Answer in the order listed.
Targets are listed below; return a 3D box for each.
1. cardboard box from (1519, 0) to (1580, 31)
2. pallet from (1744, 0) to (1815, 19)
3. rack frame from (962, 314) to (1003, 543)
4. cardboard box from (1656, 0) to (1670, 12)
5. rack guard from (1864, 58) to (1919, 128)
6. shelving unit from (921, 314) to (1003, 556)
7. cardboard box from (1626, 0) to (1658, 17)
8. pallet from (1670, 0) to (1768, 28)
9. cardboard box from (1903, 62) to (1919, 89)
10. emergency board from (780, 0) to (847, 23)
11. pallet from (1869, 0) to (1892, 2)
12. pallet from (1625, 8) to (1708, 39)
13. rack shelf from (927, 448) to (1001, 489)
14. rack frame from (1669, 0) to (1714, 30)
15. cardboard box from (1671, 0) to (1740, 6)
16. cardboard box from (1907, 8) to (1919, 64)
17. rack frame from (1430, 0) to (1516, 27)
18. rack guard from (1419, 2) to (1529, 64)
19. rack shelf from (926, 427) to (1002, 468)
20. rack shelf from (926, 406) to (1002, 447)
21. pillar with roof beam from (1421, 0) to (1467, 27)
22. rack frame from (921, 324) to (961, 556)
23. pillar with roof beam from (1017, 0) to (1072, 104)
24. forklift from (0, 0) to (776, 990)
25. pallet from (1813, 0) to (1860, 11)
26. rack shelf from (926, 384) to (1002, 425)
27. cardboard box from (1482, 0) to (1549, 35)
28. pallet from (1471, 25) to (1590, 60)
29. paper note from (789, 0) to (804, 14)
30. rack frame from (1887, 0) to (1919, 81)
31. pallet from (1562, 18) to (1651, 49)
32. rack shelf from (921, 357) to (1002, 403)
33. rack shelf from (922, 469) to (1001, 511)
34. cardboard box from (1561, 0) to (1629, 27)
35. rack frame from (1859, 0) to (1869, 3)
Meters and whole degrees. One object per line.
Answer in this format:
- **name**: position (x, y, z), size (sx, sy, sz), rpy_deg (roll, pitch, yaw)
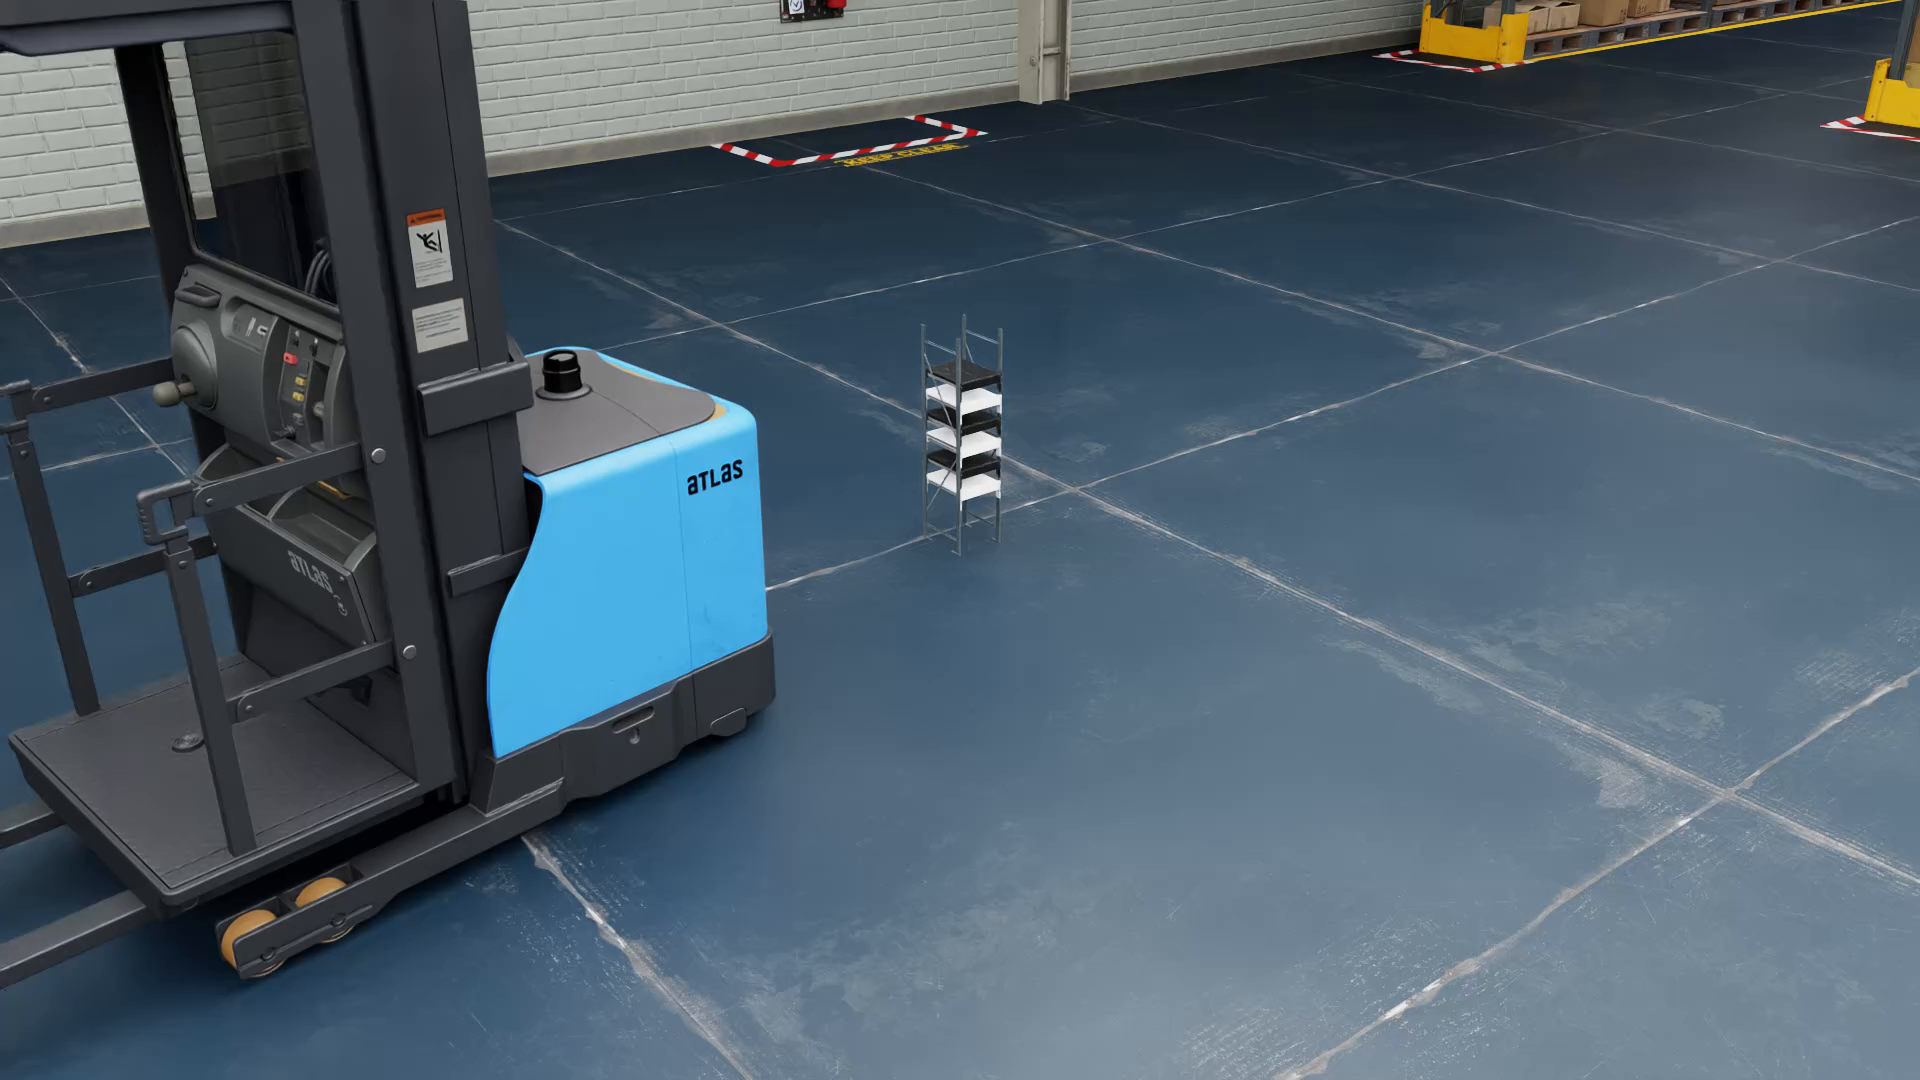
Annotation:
- **cardboard box**: position (6.540, -5.889, 18.546), size (0.500, 0.311, 0.500), rpy_deg (-15, 29, -30)
- **pallet**: position (10.211, -6.906, 21.380), size (1.213, 0.211, 1.003), rpy_deg (-18, 31, -34)
- **rack frame**: position (0.086, -0.437, 6.622), size (0.006, 0.900, 0.240), rpy_deg (-18, 31, -34)
- **cardboard box**: position (8.237, -6.415, 19.853), size (0.380, 0.166, 0.250), rpy_deg (22, 33, 39)
- **rack guard**: position (8.532, -3.830, 14.410), size (0.348, 0.500, 1.175), rpy_deg (-18, 31, -34)
- **shelving unit**: position (0.006, -0.410, 6.565), size (0.210, 0.900, 0.258), rpy_deg (-18, 31, -34)
- **cardboard box**: position (7.847, -6.433, 19.494), size (0.500, 0.500, 0.500), rpy_deg (-21, 32, -38)
- **pallet**: position (9.251, -6.588, 20.693), size (1.213, 0.211, 1.003), rpy_deg (-18, 31, -34)
- **cardboard box**: position (8.791, -4.151, 14.898), size (0.500, 0.250, 0.500), rpy_deg (-18, 31, -34)
- **emergency board**: position (-1.181, -4.891, 13.726), size (0.643, 1.169, 0.194), rpy_deg (-18, 31, -34)
- **pallet**: position (12.454, -7.604, 22.883), size (1.213, 0.211, 1.003), rpy_deg (-18, 31, -34)
- **pallet**: position (8.132, -6.199, 19.855), size (1.213, 0.211, 1.003), rpy_deg (-18, 31, -34)
- **rack shelf**: position (0.006, -0.298, 6.617), size (0.200, 0.077, 0.258), rpy_deg (-18, 31, -34)
- **rack frame**: position (8.639, -7.650, 19.670), size (0.127, 3.000, 1.000), rpy_deg (-18, 31, -34)
- **cardboard box**: position (9.208, -6.912, 20.527), size (0.500, 0.500, 0.700), rpy_deg (-17, 30, -32)
- **cardboard box**: position (8.789, -4.492, 14.742), size (0.500, 0.500, 0.500), rpy_deg (-18, 31, -34)
- **rack frame**: position (5.491, -6.611, 17.431), size (0.127, 3.000, 1.000), rpy_deg (-18, 31, -34)
- **rack guard**: position (5.551, -5.496, 17.999), size (0.348, 0.500, 1.175), rpy_deg (-18, 31, -34)
- **rack shelf**: position (0.006, -0.380, 6.579), size (0.200, 0.077, 0.258), rpy_deg (-18, 31, -34)
- **rack shelf**: position (0.006, -0.462, 6.541), size (0.200, 0.077, 0.258), rpy_deg (-18, 31, -34)
- **pillar with roof beam**: position (8.165, -8.374, 14.104), size (0.400, 9.000, 9.100), rpy_deg (-18, 31, -34)
- **rack frame**: position (-0.074, -0.384, 6.508), size (0.006, 0.900, 0.240), rpy_deg (-18, 31, -34)
- **pillar with roof beam**: position (3.443, -6.815, 10.746), size (0.400, 9.000, 9.100), rpy_deg (-18, 31, -34)
- **forklift**: position (-1.987, -0.442, 4.220), size (1.130, 2.935, 3.031), rpy_deg (22, 33, 39)
- **pallet**: position (11.171, -7.221, 22.059), size (1.213, 0.211, 1.003), rpy_deg (-18, 31, -34)
- **rack shelf**: position (0.006, -0.543, 6.503), size (0.200, 0.077, 0.258), rpy_deg (-18, 31, -34)
- **cardboard box**: position (6.091, -5.740, 18.227), size (0.500, 0.311, 0.500), rpy_deg (-23, 33, -40)
- **pallet**: position (6.212, -5.565, 18.490), size (1.213, 0.211, 1.003), rpy_deg (-18, 31, -34)
- **paper note**: position (-1.363, -4.468, 13.861), size (0.142, 0.148, 0.016), rpy_deg (-18, 31, -34)
- **rack frame**: position (8.551, -4.971, 13.897), size (0.127, 3.000, 1.000), rpy_deg (-18, 31, -34)
- **pallet**: position (7.172, -5.880, 19.169), size (1.213, 0.211, 1.003), rpy_deg (-18, 31, -34)
- **rack shelf**: position (0.006, -0.625, 6.465), size (0.200, 0.077, 0.258), rpy_deg (-18, 31, -34)
- **rack shelf**: position (0.006, -0.217, 6.655), size (0.200, 0.077, 0.258), rpy_deg (-18, 31, -34)
- **cardboard box**: position (7.148, -6.148, 18.881), size (0.500, 0.500, 0.700), rpy_deg (-21, 32, -37)
- **rack frame**: position (11.787, -8.689, 21.908), size (0.127, 3.000, 1.000), rpy_deg (-18, 31, -34)
